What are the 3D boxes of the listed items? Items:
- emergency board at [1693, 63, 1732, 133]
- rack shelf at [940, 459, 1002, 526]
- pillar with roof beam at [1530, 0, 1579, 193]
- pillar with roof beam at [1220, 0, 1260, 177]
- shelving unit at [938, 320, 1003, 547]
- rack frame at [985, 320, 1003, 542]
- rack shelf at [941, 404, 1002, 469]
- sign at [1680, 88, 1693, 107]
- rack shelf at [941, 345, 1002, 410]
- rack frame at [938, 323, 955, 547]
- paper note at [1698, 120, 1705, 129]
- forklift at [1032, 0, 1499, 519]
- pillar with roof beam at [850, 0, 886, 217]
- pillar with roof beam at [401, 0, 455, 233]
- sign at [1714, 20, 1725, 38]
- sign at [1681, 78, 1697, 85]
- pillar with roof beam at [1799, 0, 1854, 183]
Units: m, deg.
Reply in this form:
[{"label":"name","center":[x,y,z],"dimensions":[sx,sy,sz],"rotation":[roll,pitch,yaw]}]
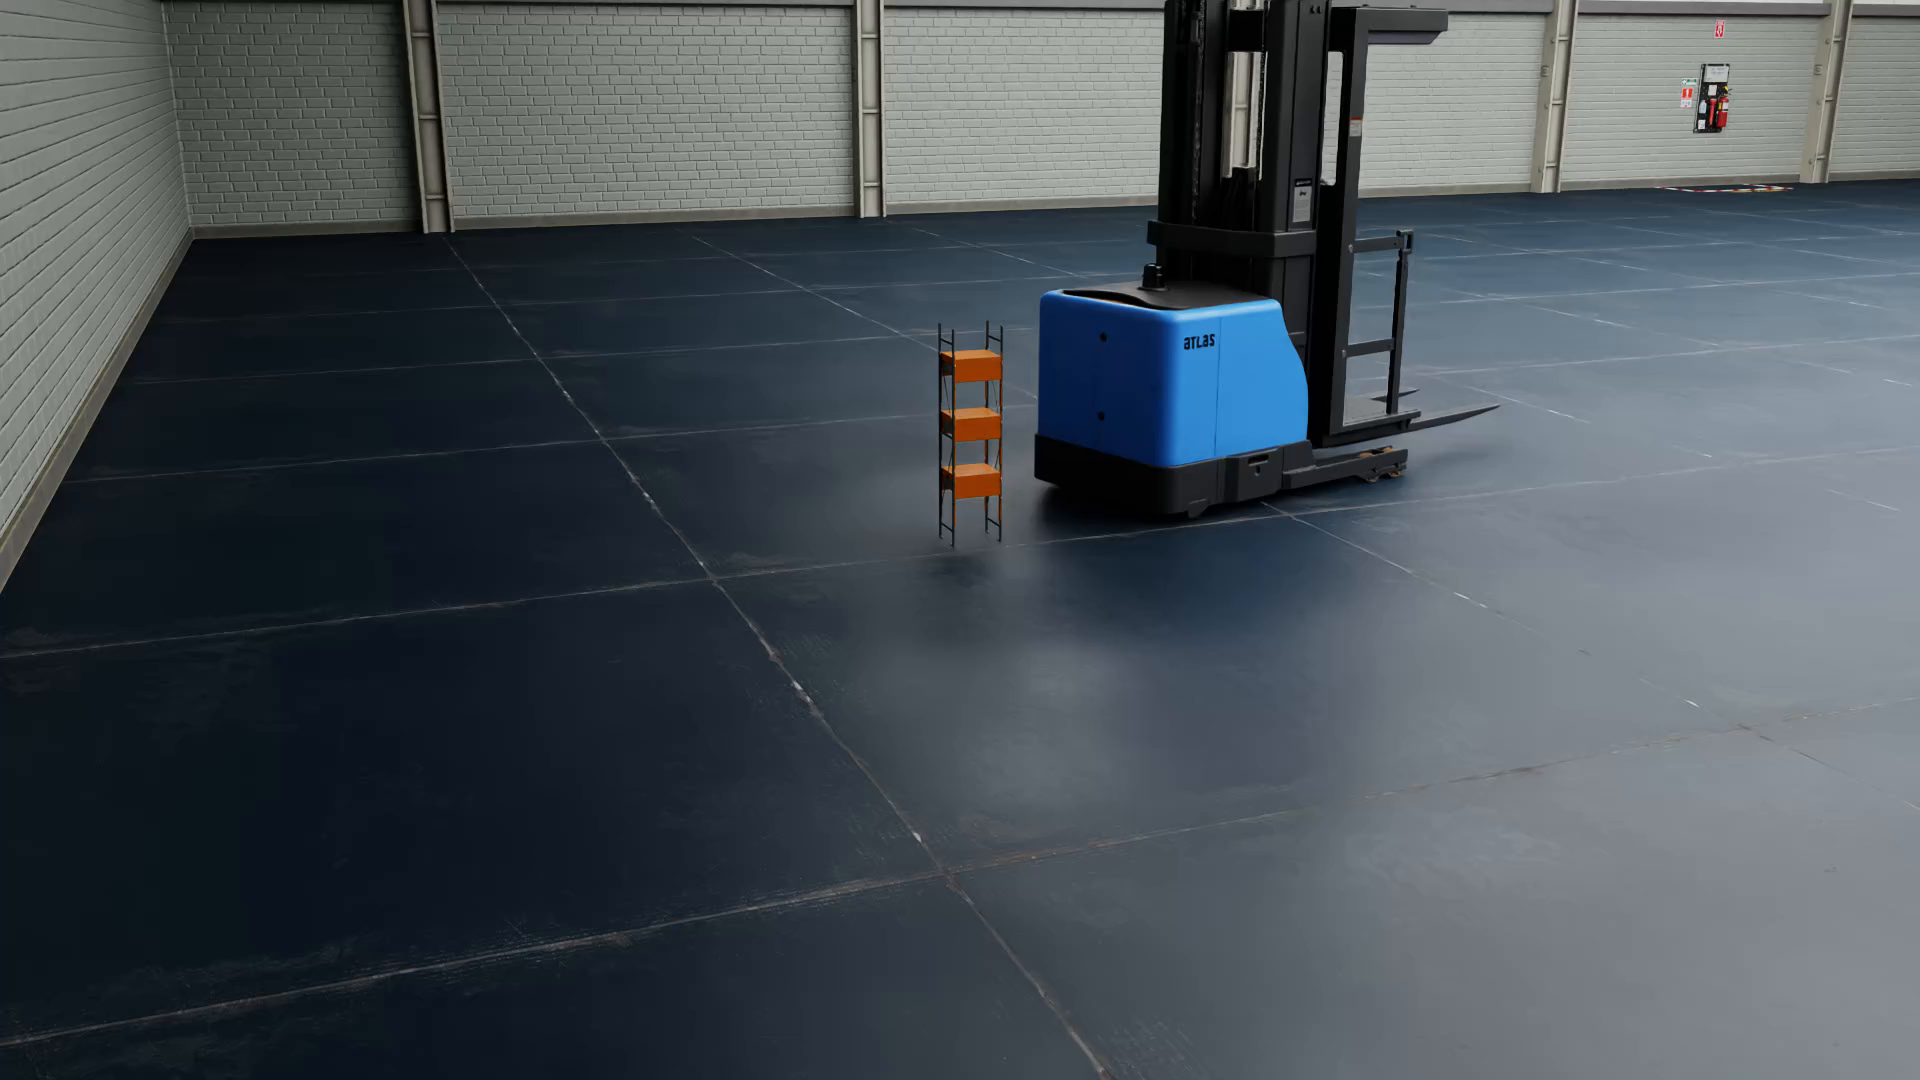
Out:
[{"label":"emergency board","center":[13.187,-7.703,29.005],"dimensions":[0.643,1.169,0.194],"rotation":[-6,17,-20]},{"label":"rack shelf","center":[0.050,-0.232,8.050],"dimensions":[0.240,0.259,0.215],"rotation":[-6,17,-20]},{"label":"pillar with roof beam","center":[11.446,-9.083,23.057],"dimensions":[0.400,9.000,9.100],"rotation":[-6,17,-20]},{"label":"pillar with roof beam","center":[5.843,-8.478,20.997],"dimensions":[0.400,9.000,9.100],"rotation":[-6,17,-20]},{"label":"shelving unit","center":[0.050,-0.509,7.969],"dimensions":[0.252,1.050,0.215],"rotation":[-6,17,-20]},{"label":"rack frame","center":[0.164,-0.521,8.011],"dimensions":[0.008,1.050,0.200],"rotation":[-6,17,-20]},{"label":"rack shelf","center":[0.050,-0.499,7.972],"dimensions":[0.240,0.259,0.215],"rotation":[-6,17,-20]},{"label":"sign","center":[12.634,-7.691,28.903],"dimensions":[0.234,0.329,0.001],"rotation":[-6,17,-20]},{"label":"rack shelf","center":[0.050,-0.771,7.892],"dimensions":[0.240,0.259,0.215],"rotation":[-6,17,-20]},{"label":"rack frame","center":[-0.064,-0.497,7.927],"dimensions":[0.008,1.050,0.200],"rotation":[-6,17,-20]},{"label":"paper note","center":[12.997,-7.280,29.130],"dimensions":[0.142,0.148,0.016],"rotation":[-6,17,-20]},{"label":"forklift","center":[1.868,-1.826,9.114],"dimensions":[3.031,2.935,1.130],"rotation":[-12,20,-36]},{"label":"pillar with roof beam","center":[0.241,-7.873,18.937],"dimensions":[0.400,9.000,9.100],"rotation":[-6,17,-20]},{"label":"pillar with roof beam","center":[-5.362,-7.268,16.877],"dimensions":[0.400,9.000,9.100],"rotation":[-6,17,-20]},{"label":"sign","center":[13.144,-8.840,28.765],"dimensions":[0.199,0.298,0.001],"rotation":[-6,17,-20]},{"label":"sign","center":[12.641,-7.944,28.822],"dimensions":[0.331,0.109,0.001],"rotation":[-6,17,-20]},{"label":"pillar with roof beam","center":[17.049,-9.688,25.117],"dimensions":[0.400,9.000,9.100],"rotation":[-6,17,-20]}]
